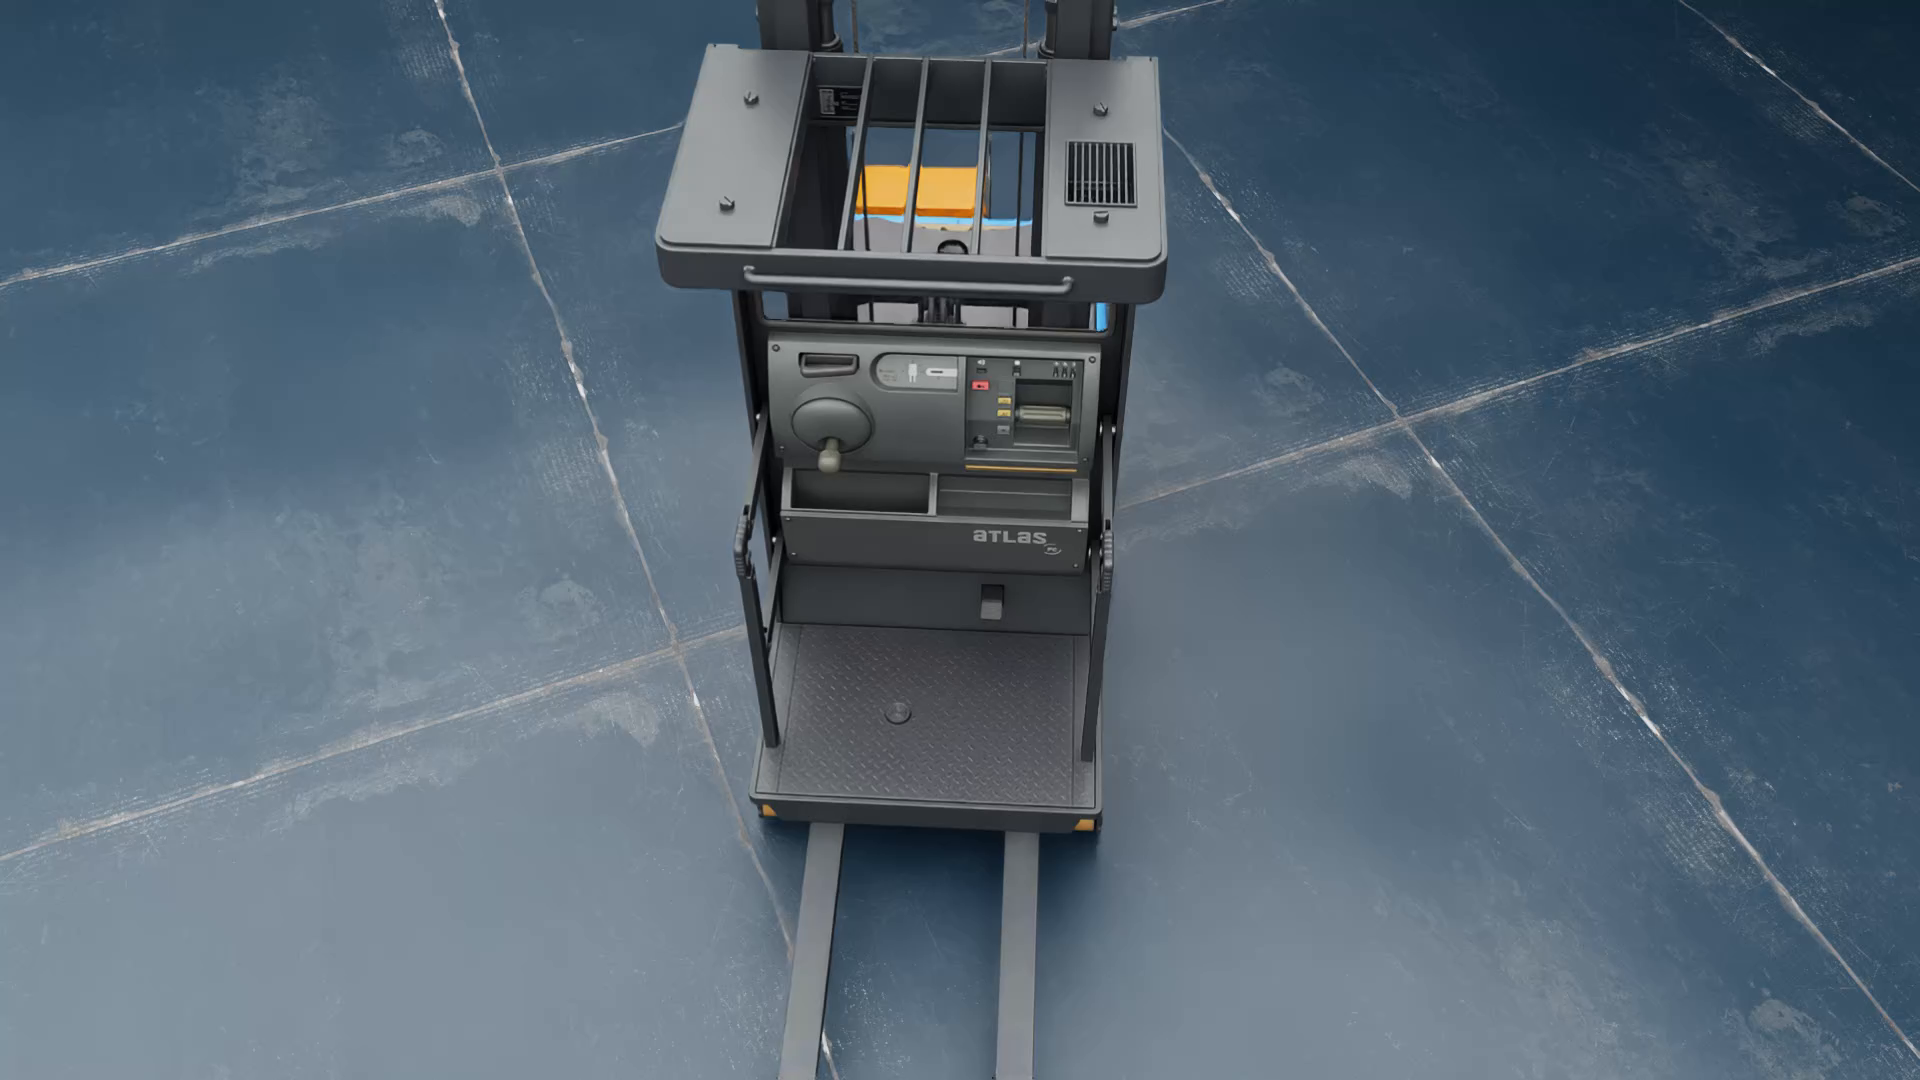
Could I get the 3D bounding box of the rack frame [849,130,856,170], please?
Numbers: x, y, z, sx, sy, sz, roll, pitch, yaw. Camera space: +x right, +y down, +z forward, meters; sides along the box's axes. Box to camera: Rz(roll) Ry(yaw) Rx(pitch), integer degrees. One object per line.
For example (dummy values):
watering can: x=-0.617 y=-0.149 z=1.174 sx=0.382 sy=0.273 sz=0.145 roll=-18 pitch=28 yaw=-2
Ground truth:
rack frame: x=-0.385 y=-0.977 z=6.298 sx=0.015 sy=1.200 sz=0.240 roll=2 pitch=49 yaw=2

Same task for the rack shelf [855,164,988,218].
rack shelf: x=-0.141 y=-1.225 z=5.993 sx=0.480 sy=0.148 sz=0.258 roll=2 pitch=49 yaw=2

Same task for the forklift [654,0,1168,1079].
forklift: x=-0.084 y=-0.271 z=4.550 sx=1.130 sy=2.935 sz=3.031 roll=2 pitch=49 yaw=2

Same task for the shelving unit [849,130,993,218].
shelving unit: x=-0.141 y=-0.969 z=6.291 sx=0.503 sy=1.200 sz=0.258 roll=2 pitch=49 yaw=2

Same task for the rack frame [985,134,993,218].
rack frame: x=0.103 y=-0.961 z=6.284 sx=0.015 sy=1.200 sz=0.240 roll=2 pitch=49 yaw=2
